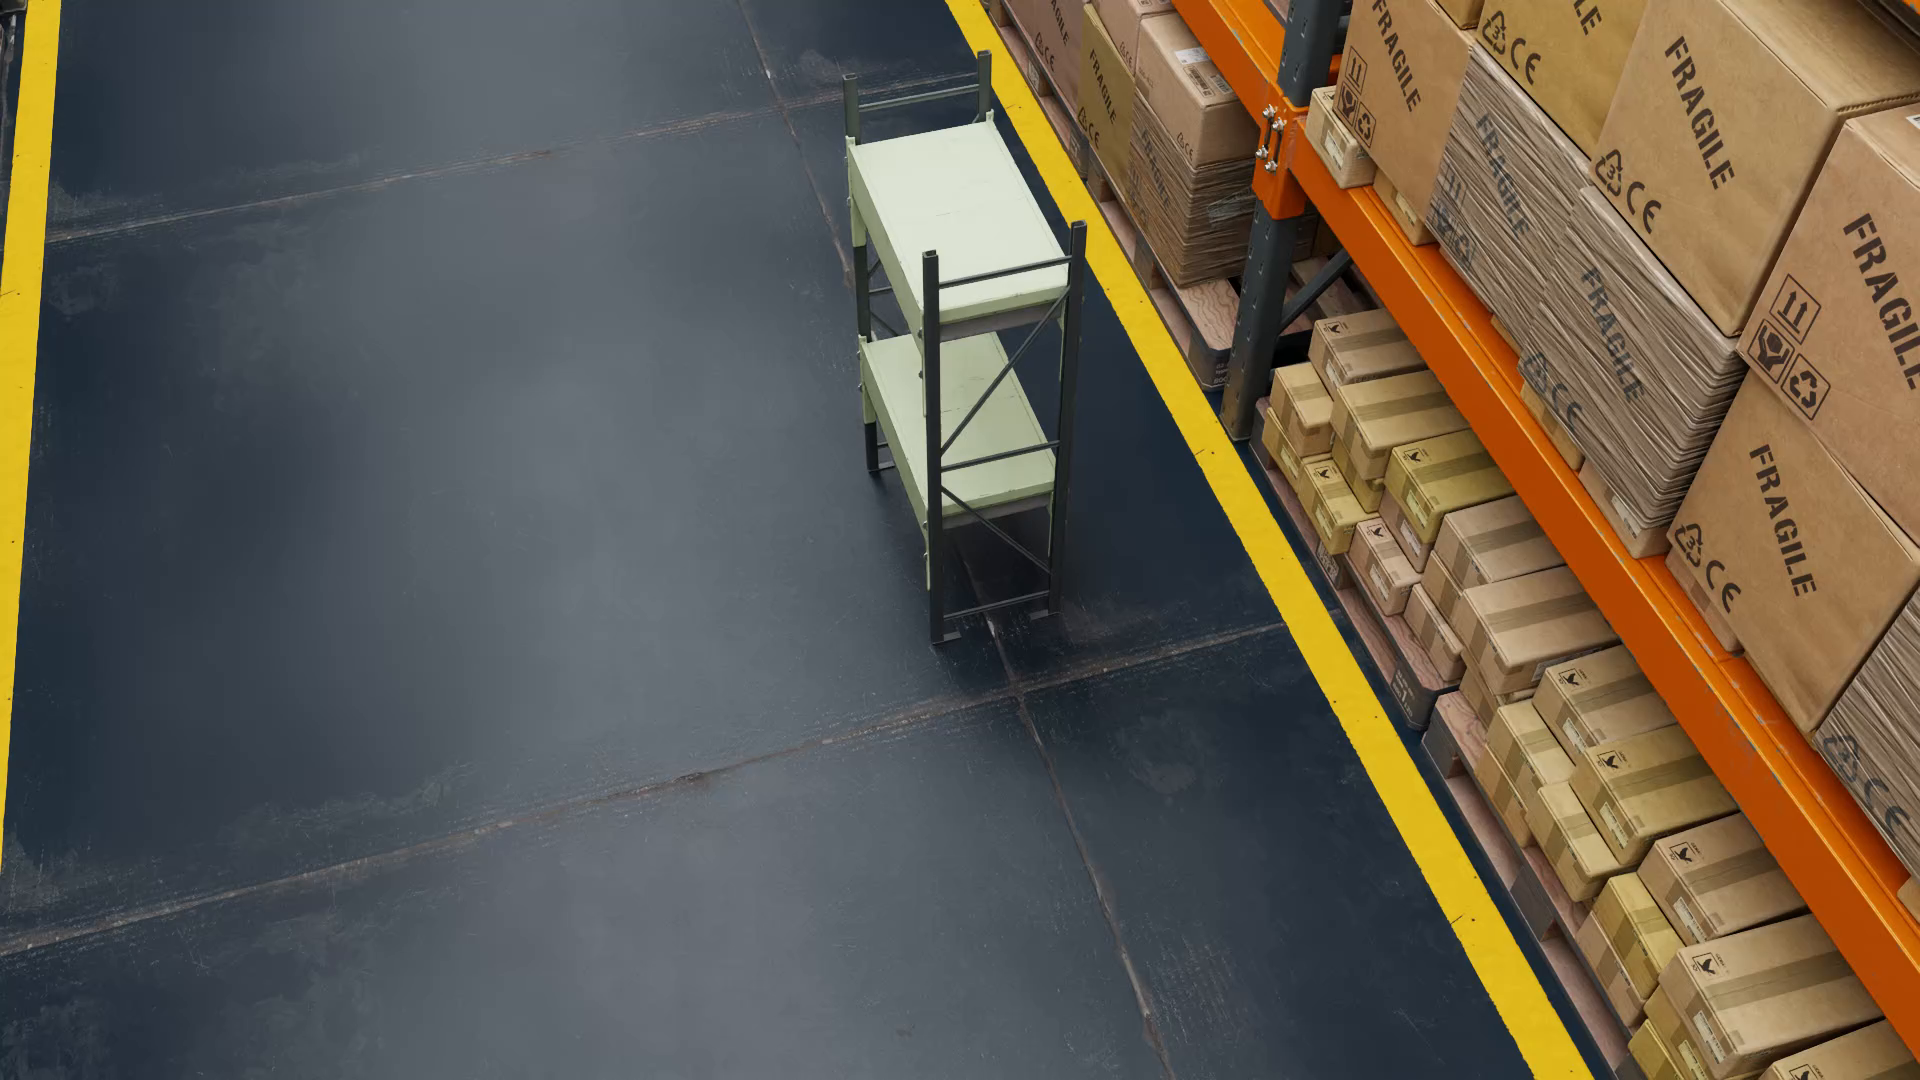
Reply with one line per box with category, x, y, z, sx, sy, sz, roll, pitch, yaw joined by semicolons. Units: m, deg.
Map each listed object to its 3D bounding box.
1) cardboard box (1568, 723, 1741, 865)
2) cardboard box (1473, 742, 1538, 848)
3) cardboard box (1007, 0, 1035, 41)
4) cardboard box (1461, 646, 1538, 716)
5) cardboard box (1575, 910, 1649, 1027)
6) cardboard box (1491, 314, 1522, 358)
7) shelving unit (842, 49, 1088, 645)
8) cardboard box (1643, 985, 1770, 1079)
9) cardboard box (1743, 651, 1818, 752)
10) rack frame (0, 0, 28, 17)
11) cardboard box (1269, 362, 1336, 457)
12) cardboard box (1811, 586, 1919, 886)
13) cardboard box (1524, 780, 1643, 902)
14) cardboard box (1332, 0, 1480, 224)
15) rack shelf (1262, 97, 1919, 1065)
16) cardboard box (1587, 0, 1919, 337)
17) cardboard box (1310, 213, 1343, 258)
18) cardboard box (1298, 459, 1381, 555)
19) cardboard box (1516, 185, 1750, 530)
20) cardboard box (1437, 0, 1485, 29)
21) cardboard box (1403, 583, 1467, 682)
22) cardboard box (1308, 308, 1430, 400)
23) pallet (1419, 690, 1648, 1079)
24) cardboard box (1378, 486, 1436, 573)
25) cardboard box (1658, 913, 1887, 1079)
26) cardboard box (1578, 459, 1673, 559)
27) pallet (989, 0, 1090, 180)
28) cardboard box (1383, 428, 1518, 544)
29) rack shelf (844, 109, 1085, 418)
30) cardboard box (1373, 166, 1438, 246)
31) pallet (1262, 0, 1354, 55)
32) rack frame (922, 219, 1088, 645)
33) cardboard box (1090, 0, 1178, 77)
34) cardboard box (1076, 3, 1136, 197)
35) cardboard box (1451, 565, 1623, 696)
cardboard box;1.707;0.594;3.988;0.380;0.149;0.250;-13;51;-11
cardboard box;1.589;0.617;4.358;0.380;0.149;0.250;-15;51;-12
cardboard box;0.457;-2.380;6.655;0.500;0.500;0.500;-14;51;-12
cardboard box;1.570;0.319;4.414;0.380;0.149;0.250;-11;51;-9
cardboard box;1.743;0.993;4.041;0.380;0.149;0.250;-12;51;-10
cardboard box;1.488;-0.527;3.897;0.380;0.149;0.250;-15;52;-13
shelving unit;-0.002;-0.488;4.681;0.431;1.500;0.755;-13;51;-11
cardboard box;1.799;1.090;3.765;0.380;0.149;0.250;-13;51;-10
cardboard box;1.791;0.234;3.255;0.380;0.149;0.250;-13;51;-10
rack frame;-4.516;-3.172;5.962;1.000;3.000;0.127;-13;51;-11
cardboard box;1.167;-0.419;5.037;0.380;0.149;0.250;-11;51;-9
cardboard box;1.863;0.334;2.746;0.500;0.500;0.500;-13;51;-11
cardboard box;1.633;0.704;4.090;0.380;0.149;0.250;-13;51;-11
cardboard box;1.271;-1.153;4.000;0.500;0.500;0.500;-14;51;-12
rack shelf;1.957;0.249;3.549;1.077;0.370;4.000;-13;51;-11
cardboard box;1.554;-0.759;3.014;0.500;0.500;0.500;-13;51;-10
cardboard box;1.401;-1.373;5.806;0.500;0.500;0.500;-12;51;-10
cardboard box;1.245;-0.127;4.985;0.380;0.149;0.250;-12;51;-10
cardboard box;1.539;-0.417;3.380;0.500;0.500;0.500;-14;51;-12
cardboard box;1.266;-1.509;3.647;0.500;0.500;0.500;-12;51;-10
cardboard box;1.491;0.217;4.695;0.380;0.149;0.250;-14;51;-12
cardboard box;1.270;-0.553;4.956;0.380;0.149;0.250;-11;51;-9
pallet;1.963;0.830;4.412;1.003;0.211;1.213;-13;51;-11
cardboard box;1.434;-0.085;4.755;0.380;0.149;0.250;-14;51;-11
cardboard box;1.784;0.996;3.649;0.380;0.149;0.250;-12;51;-10
cardboard box;1.573;-0.131;3.563;0.380;0.149;0.250;-11;51;-9
pallet;0.770;-2.006;6.803;1.003;0.211;1.213;-13;51;-11
cardboard box;1.416;-0.165;4.628;0.380;0.149;0.250;-14;51;-11
rack shelf;-0.002;-0.740;4.382;0.431;0.370;0.720;-13;51;-11
cardboard box;1.284;-0.910;4.220;0.380;0.149;0.250;-12;51;-10
pallet;1.279;-1.973;5.077;1.003;0.211;1.213;-13;51;-11
rack frame;0.106;-0.221;4.455;0.400;1.500;0.023;-13;51;-11
cardboard box;0.765;-1.880;5.743;0.500;0.250;0.500;-11;51;-9
cardboard box;0.755;-1.632;6.024;0.500;0.500;0.500;-14;51;-12
cardboard box;1.513;0.224;4.300;0.380;0.149;0.250;-12;51;-10
